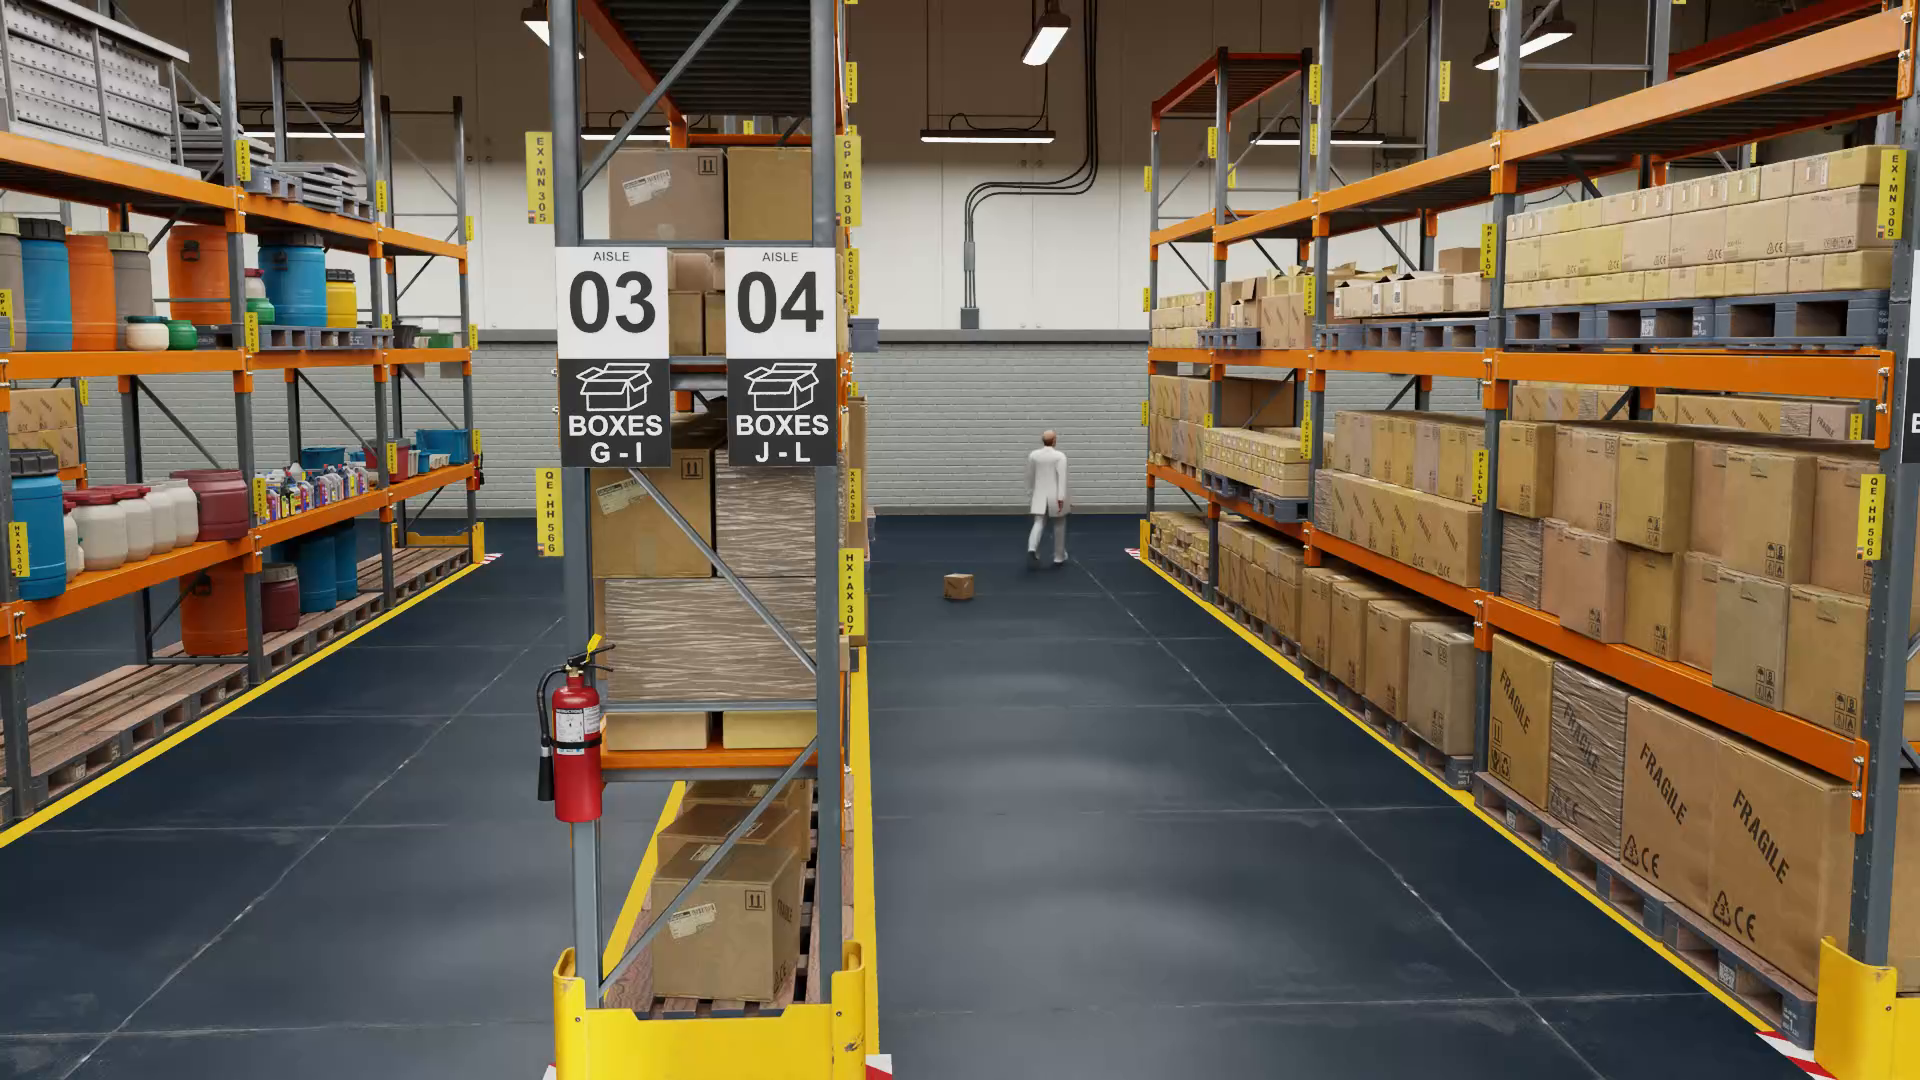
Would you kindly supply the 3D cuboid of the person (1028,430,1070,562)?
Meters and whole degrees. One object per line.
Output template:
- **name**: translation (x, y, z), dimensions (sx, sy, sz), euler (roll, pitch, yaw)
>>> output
- **person**: translation (1.136, -0.557, 21.526), dimensions (0.559, 1.745, 1.012), euler (2, 7, 18)
